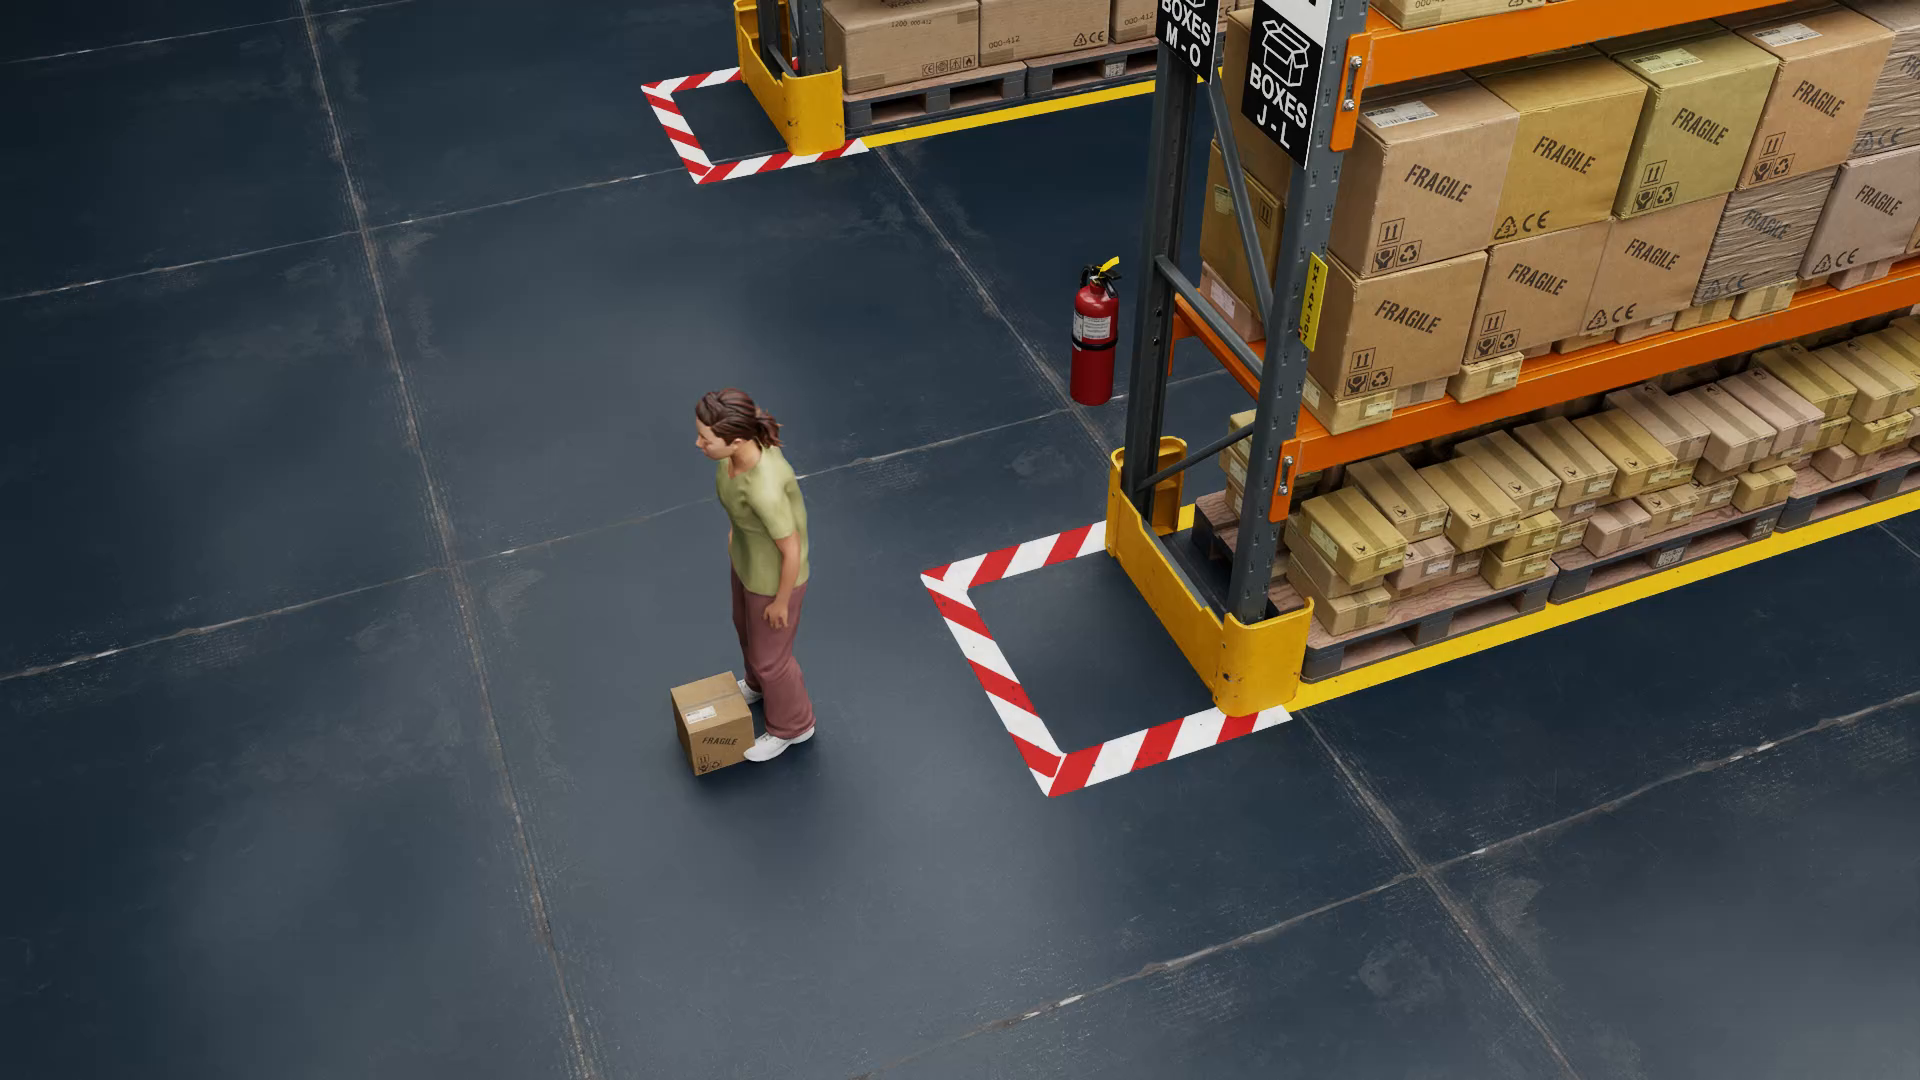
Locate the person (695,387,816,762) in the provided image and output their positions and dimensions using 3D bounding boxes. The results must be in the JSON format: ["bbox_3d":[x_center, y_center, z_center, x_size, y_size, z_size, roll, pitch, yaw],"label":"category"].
[{"bbox_3d":[-0.727,0.113,6.035,0.352,1.672,0.504,-16,44,-17],"label":"person"}]
